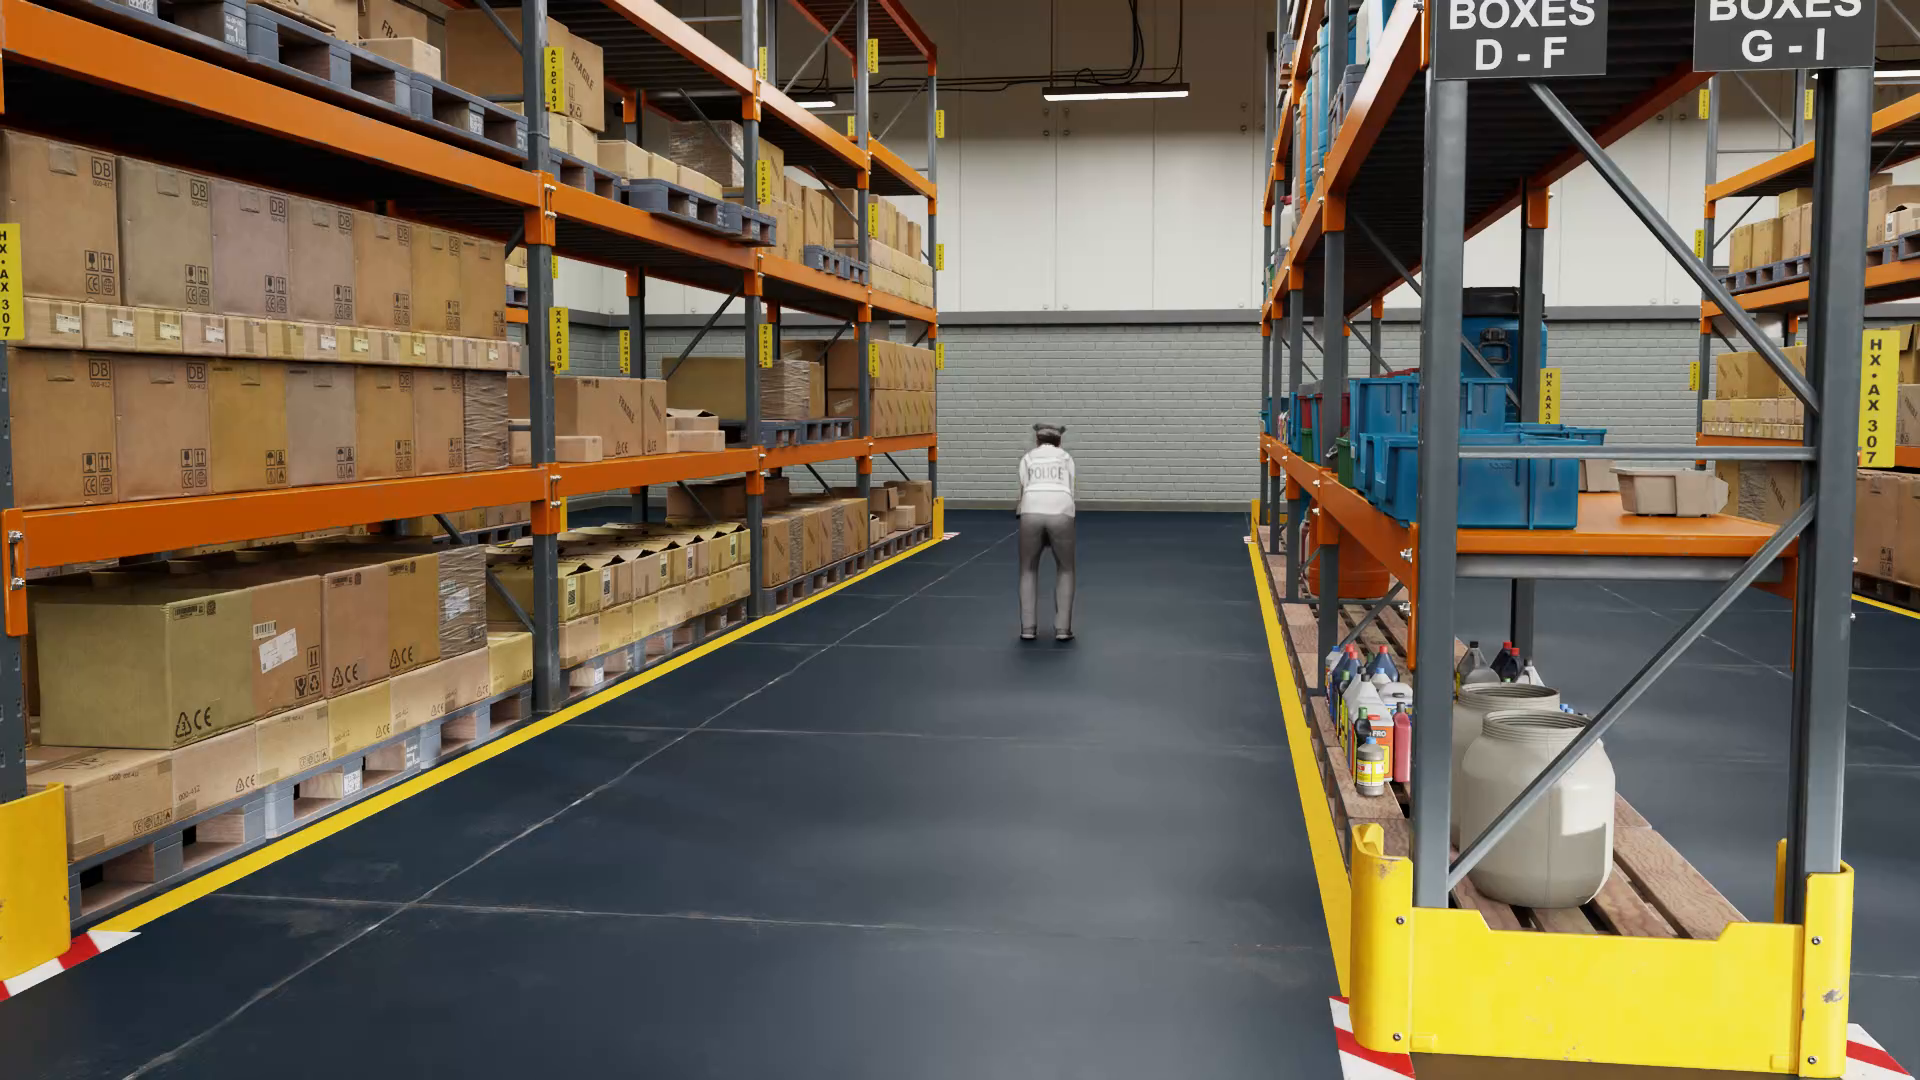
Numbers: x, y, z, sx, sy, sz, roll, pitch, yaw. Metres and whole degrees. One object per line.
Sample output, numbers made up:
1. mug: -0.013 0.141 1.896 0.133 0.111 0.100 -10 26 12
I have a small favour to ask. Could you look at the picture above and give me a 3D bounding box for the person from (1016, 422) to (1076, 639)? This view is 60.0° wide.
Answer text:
1. person: 0.619 -0.070 11.755 0.411 1.516 0.715 1 5 7
